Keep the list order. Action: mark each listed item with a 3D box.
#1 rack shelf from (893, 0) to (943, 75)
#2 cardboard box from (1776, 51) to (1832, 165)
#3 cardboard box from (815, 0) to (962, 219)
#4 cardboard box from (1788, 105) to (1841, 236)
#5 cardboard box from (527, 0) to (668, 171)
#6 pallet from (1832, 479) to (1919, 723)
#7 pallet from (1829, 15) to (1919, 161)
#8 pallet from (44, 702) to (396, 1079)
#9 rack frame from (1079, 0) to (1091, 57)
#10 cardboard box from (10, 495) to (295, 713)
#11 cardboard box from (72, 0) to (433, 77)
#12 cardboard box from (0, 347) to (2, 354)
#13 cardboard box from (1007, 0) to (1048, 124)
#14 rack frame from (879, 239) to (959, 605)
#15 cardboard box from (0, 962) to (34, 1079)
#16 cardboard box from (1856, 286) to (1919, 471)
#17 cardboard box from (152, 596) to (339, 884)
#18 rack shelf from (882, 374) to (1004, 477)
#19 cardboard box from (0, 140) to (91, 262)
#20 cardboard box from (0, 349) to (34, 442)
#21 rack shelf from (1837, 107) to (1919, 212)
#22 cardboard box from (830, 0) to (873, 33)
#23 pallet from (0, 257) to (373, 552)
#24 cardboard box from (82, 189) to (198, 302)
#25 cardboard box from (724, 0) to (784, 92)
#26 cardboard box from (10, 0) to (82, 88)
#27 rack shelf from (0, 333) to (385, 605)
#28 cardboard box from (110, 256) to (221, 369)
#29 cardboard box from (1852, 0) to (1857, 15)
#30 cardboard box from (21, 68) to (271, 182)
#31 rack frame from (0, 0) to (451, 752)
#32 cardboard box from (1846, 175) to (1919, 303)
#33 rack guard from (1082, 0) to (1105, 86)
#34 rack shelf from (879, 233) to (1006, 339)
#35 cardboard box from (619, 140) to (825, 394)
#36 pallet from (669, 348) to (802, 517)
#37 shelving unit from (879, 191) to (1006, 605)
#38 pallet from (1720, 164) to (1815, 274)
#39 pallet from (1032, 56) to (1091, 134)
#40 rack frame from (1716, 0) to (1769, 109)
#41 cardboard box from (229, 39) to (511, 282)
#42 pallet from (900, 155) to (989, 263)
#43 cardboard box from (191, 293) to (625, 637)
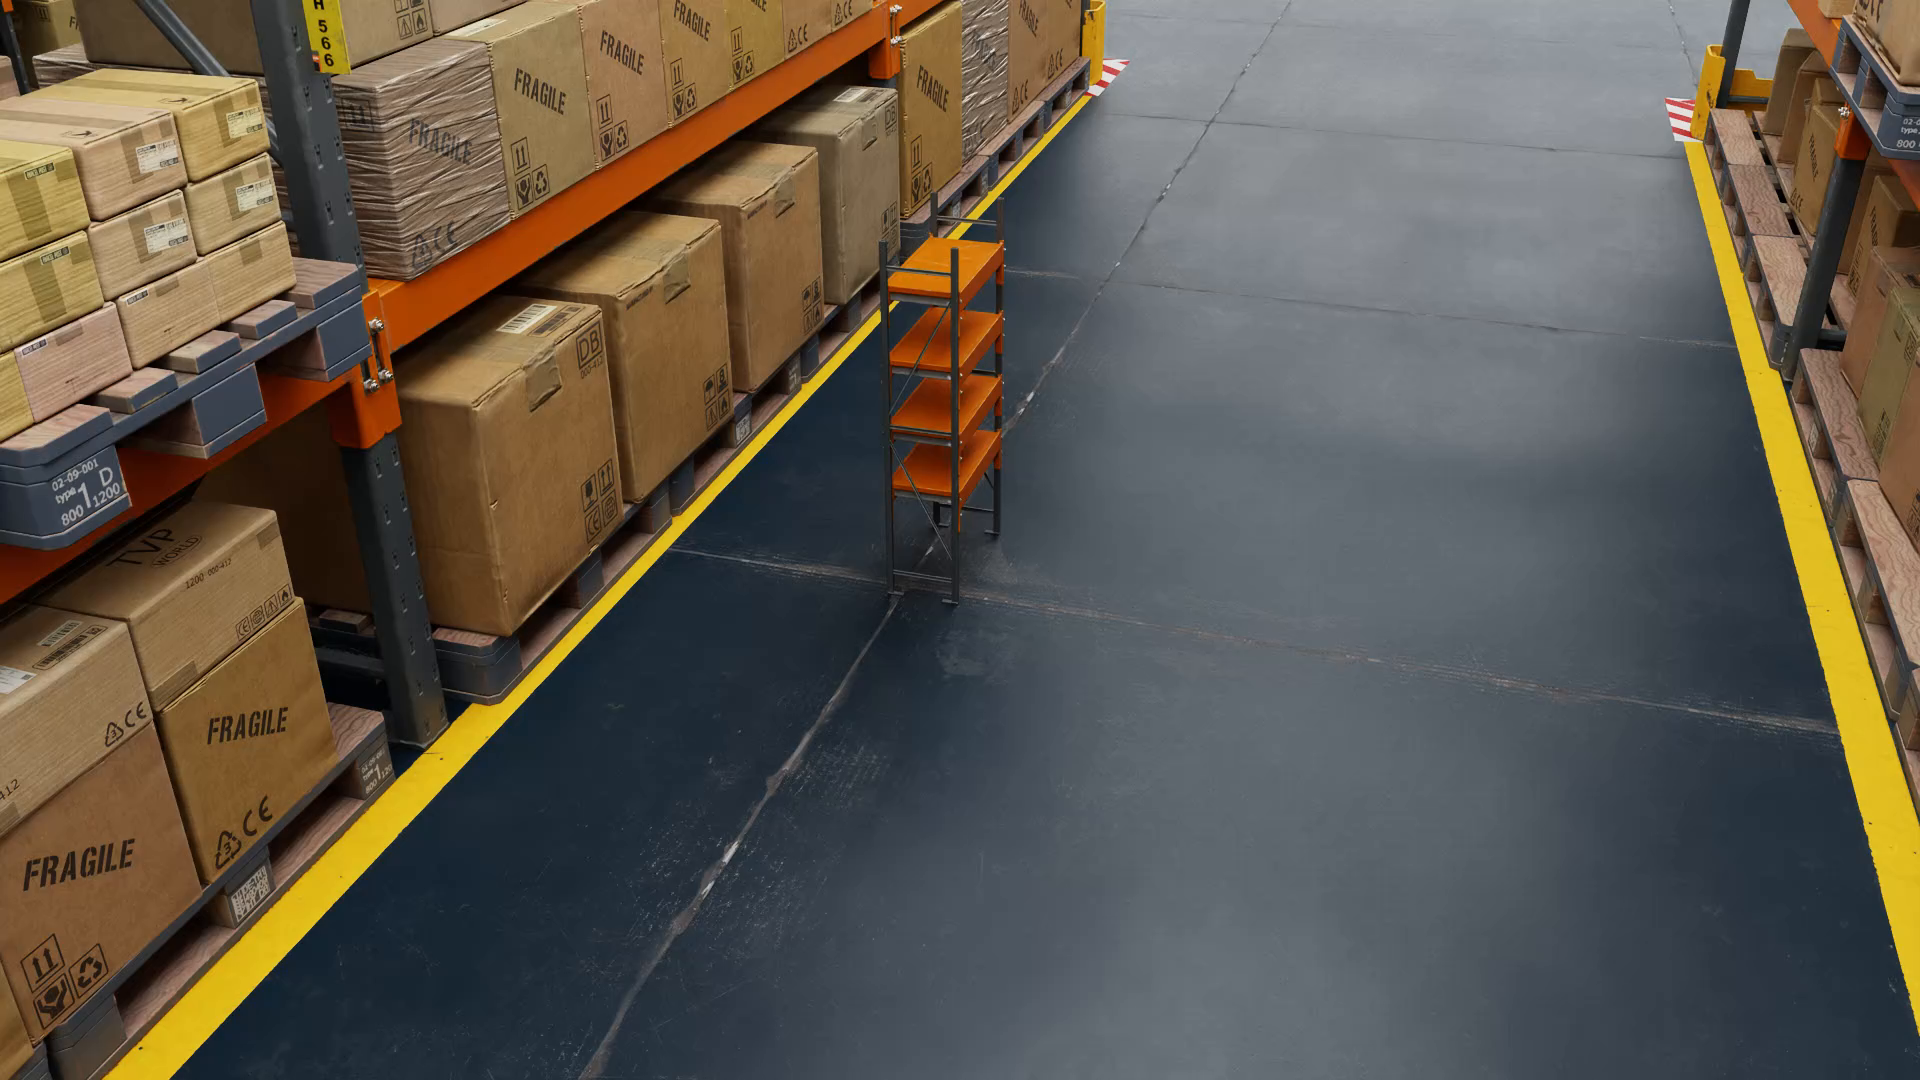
[{"bbox_3d":[-0.201,-3.289,9.317,1.077,0.370,4.000,8,30,15],"label":"rack shelf"},{"bbox_3d":[4.756,-2.299,8.937,0.500,0.500,0.500,17,33,28],"label":"cardboard box"},{"bbox_3d":[-0.537,-2.212,8.394,0.875,0.875,0.875,9,30,16],"label":"cardboard box"},{"bbox_3d":[4.347,-1.758,7.964,0.500,0.500,0.500,6,30,10],"label":"cardboard box"},{"bbox_3d":[-1.278,-1.500,5.258,0.500,0.500,0.500,8,30,15],"label":"cardboard box"},{"bbox_3d":[3.340,0.230,5.120,1.003,0.211,1.213,8,30,15],"label":"pallet"},{"bbox_3d":[3.560,-1.501,5.561,1.003,0.211,1.213,8,30,15],"label":"pallet"},{"bbox_3d":[-2.193,0.766,4.156,1.003,0.211,1.213,8,30,15],"label":"pallet"},{"bbox_3d":[0.386,-4.533,10.813,1.000,3.000,0.127,8,30,15],"label":"rack frame"},{"bbox_3d":[-1.913,0.121,3.815,0.500,0.250,0.500,8,30,14],"label":"cardboard box"},{"bbox_3d":[-1.821,-1.503,4.235,0.700,0.500,0.500,8,30,15],"label":"cardboard box"},{"bbox_3d":[-1.897,-0.361,2.835,0.380,0.149,0.250,9,30,15],"label":"cardboard box"},{"bbox_3d":[-0.006,-3.054,9.909,0.875,0.875,0.875,8,30,14],"label":"cardboard box"},{"bbox_3d":[-0.120,-0.334,5.116,0.240,1.200,0.015,8,30,15],"label":"rack frame"},{"bbox_3d":[-2.201,0.925,3.140,0.500,0.500,0.500,7,30,13],"label":"cardboard box"},{"bbox_3d":[3.565,-0.518,5.715,0.700,0.500,0.500,8,30,15],"label":"cardboard box"},{"bbox_3d":[-1.906,0.437,4.019,0.500,0.500,0.500,8,30,15],"label":"cardboard box"},{"bbox_3d":[-0.049,-0.389,5.353,0.258,0.148,0.480,8,30,15],"label":"rack shelf"},{"bbox_3d":[-1.821,-0.618,2.989,0.380,0.149,0.250,9,30,16],"label":"cardboard box"},{"bbox_3d":[-1.894,-0.244,2.930,0.380,0.149,0.250,8,30,14],"label":"cardboard box"},{"bbox_3d":[3.337,-0.676,4.619,1.077,0.370,4.000,8,30,15],"label":"rack shelf"},{"bbox_3d":[-0.686,-2.437,6.943,0.500,0.500,0.500,8,30,15],"label":"cardboard box"},{"bbox_3d":[-2.070,-0.385,3.554,1.213,0.211,1.003,8,30,15],"label":"pallet"},{"bbox_3d":[-1.749,-0.600,3.264,0.380,0.149,0.250,10,31,17],"label":"cardboard box"},{"bbox_3d":[-0.983,-1.968,6.099,0.500,0.500,0.500,9,30,15],"label":"cardboard box"},{"bbox_3d":[-5.119,-2.879,9.465,0.500,0.500,0.500,10,31,17],"label":"cardboard box"},{"bbox_3d":[-2.549,0.428,2.634,1.077,0.370,4.000,8,30,15],"label":"rack shelf"},{"bbox_3d":[-1.742,-0.479,3.352,0.380,0.149,0.250,8,30,15],"label":"cardboard box"},{"bbox_3d":[3.788,-2.066,6.638,0.380,0.149,0.250,8,30,15],"label":"cardboard box"},{"bbox_3d":[-1.668,-0.856,3.417,0.380,0.149,0.250,7,30,13],"label":"cardboard box"},{"bbox_3d":[-1.962,-0.815,4.130,1.000,3.000,0.127,8,30,15],"label":"rack frame"},{"bbox_3d":[4.079,-1.191,6.945,0.500,0.500,0.500,8,30,13],"label":"cardboard box"},{"bbox_3d":[0.393,-3.452,11.441,1.175,0.500,0.348,8,30,15],"label":"rack guard"},{"bbox_3d":[-0.049,-0.791,5.129,0.258,0.148,0.480,8,30,15],"label":"rack shelf"},{"bbox_3d":[-1.171,-1.126,6.570,1.050,0.750,0.750,8,30,15],"label":"cardboard box"},{"bbox_3d":[-1.299,-0.518,6.463,1.003,0.211,1.213,8,30,15],"label":"pallet"},{"bbox_3d":[-0.049,-0.447,5.320,0.258,1.200,0.503,8,30,15],"label":"shelving unit"},{"bbox_3d":[4.443,-1.587,8.386,1.003,0.211,1.213,8,30,15],"label":"pallet"},{"bbox_3d":[0.226,-2.932,10.803,1.003,0.211,1.213,8,30,15],"label":"pallet"},{"bbox_3d":[5.098,-3.778,9.457,1.000,3.000,0.127,8,30,15],"label":"rack frame"},{"bbox_3d":[-1.573,-1.029,4.412,0.500,0.500,0.500,9,30,15],"label":"cardboard box"},{"bbox_3d":[-0.490,-1.798,8.765,1.003,0.211,1.213,8,30,15],"label":"pallet"},{"bbox_3d":[-1.698,-0.286,5.061,1.050,0.750,0.750,8,30,14],"label":"cardboard box"}]
